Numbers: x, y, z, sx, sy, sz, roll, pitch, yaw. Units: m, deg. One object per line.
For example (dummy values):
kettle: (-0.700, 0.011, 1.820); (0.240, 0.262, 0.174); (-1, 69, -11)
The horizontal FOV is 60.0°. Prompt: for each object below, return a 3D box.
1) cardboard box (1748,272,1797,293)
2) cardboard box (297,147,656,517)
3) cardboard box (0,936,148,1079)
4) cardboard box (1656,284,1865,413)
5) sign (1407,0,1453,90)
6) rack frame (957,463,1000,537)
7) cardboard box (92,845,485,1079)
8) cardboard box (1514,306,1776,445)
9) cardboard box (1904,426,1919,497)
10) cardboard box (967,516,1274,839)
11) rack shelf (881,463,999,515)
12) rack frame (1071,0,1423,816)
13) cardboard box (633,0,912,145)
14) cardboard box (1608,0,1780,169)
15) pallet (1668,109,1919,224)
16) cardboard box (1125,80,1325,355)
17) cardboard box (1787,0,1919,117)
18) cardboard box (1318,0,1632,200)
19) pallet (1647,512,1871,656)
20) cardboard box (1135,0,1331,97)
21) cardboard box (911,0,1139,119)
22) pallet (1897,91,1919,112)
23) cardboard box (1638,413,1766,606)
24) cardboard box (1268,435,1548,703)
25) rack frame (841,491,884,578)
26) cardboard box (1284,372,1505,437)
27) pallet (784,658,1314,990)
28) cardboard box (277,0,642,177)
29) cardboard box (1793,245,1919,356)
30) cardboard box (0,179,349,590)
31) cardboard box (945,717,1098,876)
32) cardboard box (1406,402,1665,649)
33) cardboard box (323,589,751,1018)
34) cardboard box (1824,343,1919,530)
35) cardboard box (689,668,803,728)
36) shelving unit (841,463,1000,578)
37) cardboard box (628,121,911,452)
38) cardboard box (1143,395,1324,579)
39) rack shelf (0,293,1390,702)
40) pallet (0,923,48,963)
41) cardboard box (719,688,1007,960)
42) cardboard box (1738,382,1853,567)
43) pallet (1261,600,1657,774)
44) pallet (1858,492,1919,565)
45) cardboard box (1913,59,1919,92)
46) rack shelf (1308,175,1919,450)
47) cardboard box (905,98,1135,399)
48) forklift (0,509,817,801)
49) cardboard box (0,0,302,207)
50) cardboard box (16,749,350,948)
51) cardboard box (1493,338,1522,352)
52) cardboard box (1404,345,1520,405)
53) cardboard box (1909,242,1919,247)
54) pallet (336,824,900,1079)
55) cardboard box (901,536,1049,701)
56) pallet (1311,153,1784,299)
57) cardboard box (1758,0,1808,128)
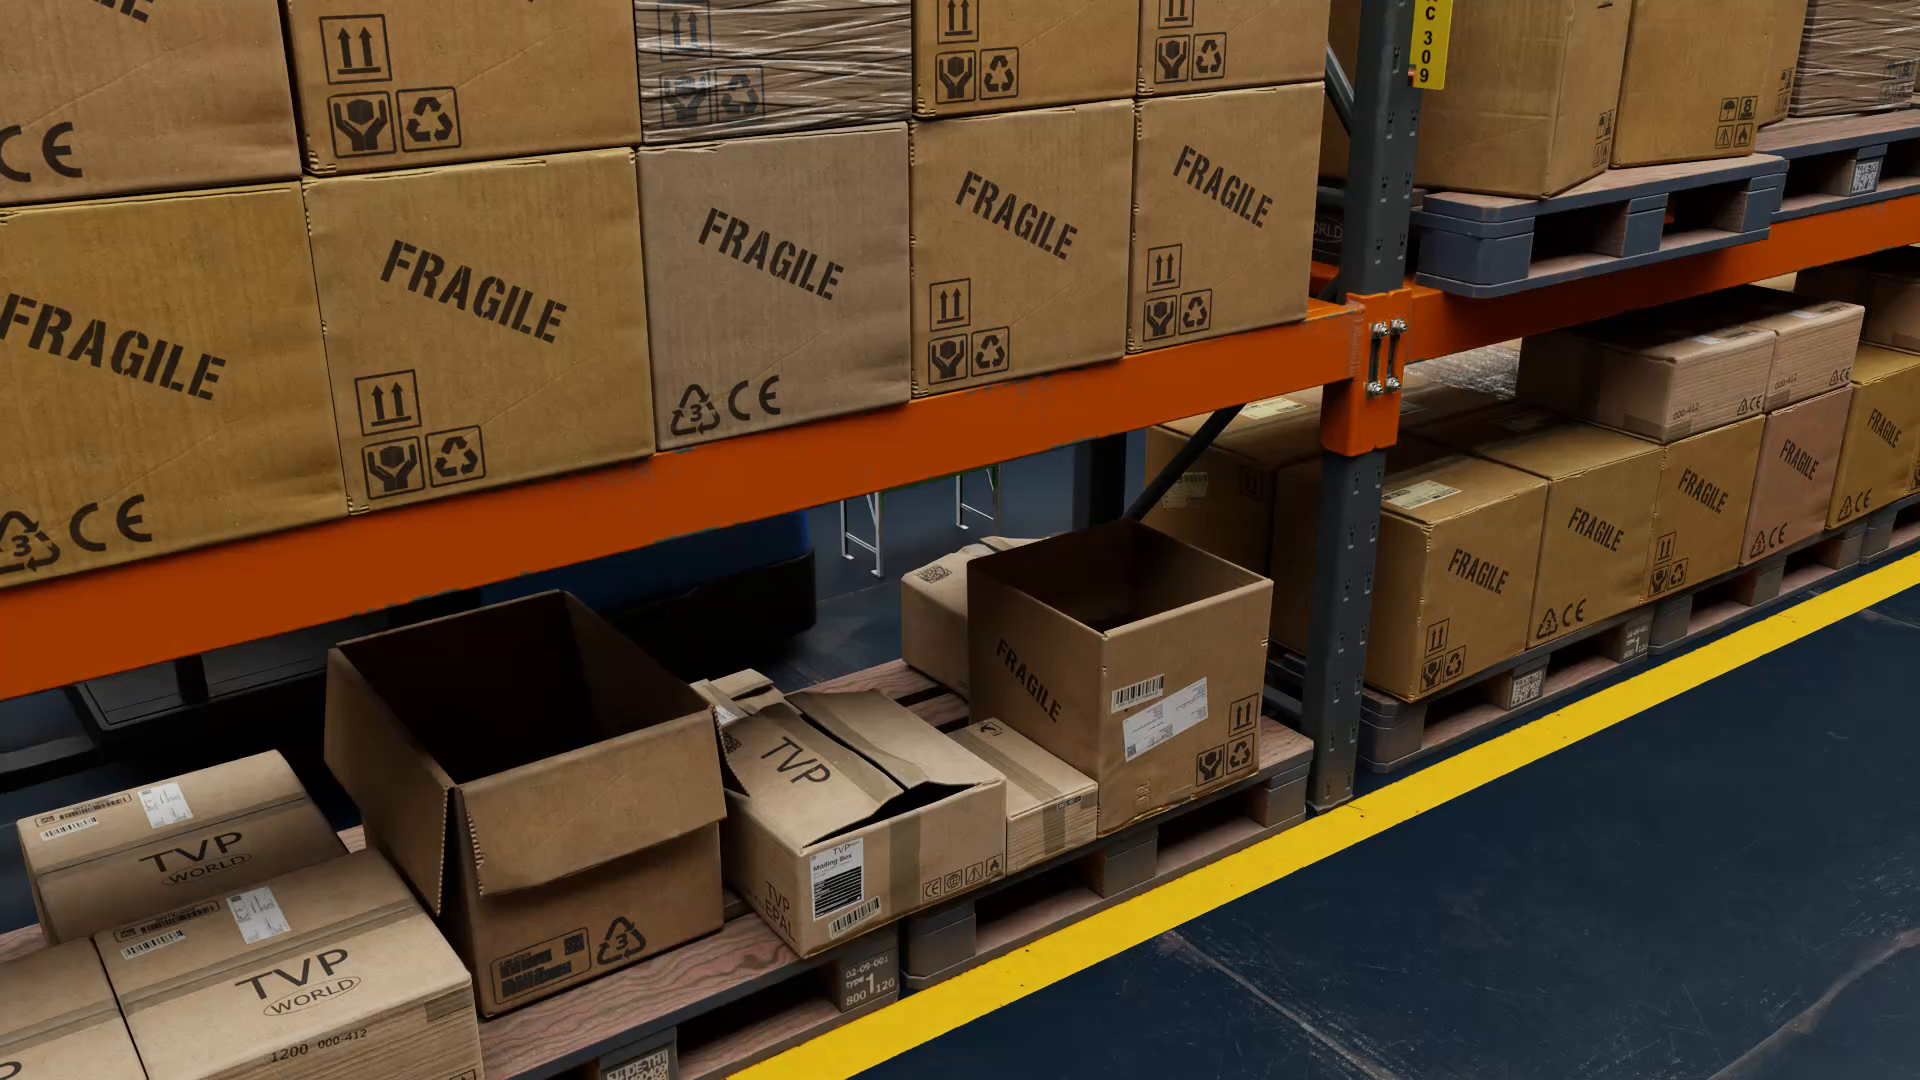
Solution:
cardboard box: (3.368, -0.762, 6.539); (0.500, 0.500, 0.500); (-14, 26, -31)
cardboard box: (-0.844, -0.392, 2.696); (0.500, 0.500, 0.500); (-15, 26, -32)
cardboard box: (-1.577, 0.932, 2.630); (0.500, 0.250, 0.500); (-15, 26, -33)
cardboard box: (2.411, -0.614, 5.155); (0.500, 0.250, 0.500); (-16, 26, -34)
sign: (0.980, -1.106, 3.454); (0.005, 0.325, 0.100); (-15, 26, -33)
rack frame: (0.064, -0.574, 5.717); (0.015, 1.200, 0.240); (-15, 26, -33)
cardboard box: (-1.171, 0.824, 2.901); (0.500, 0.250, 0.500); (-15, 26, -33)
cardboard box: (2.004, -0.505, 4.883); (0.500, 0.250, 0.500); (-15, 26, -33)
cardboard box: (3.282, -0.502, 5.886); (0.500, 0.500, 0.500); (-14, 26, -31)
cardboard box: (0.360, 0.299, 3.878); (0.500, 0.500, 0.500); (-15, 26, -33)
rack shelf: (-0.134, -0.239, 5.697); (0.480, 0.148, 0.258); (-15, 26, -33)
rack frame: (0.657, -0.866, 4.019); (0.127, 3.000, 1.000); (-15, 26, -33)
cardboard box: (-0.426, -0.969, 2.793); (0.500, 0.500, 0.500); (-15, 26, -32)
cardboard box: (1.693, -1.311, 4.432); (0.500, 0.500, 0.700); (-10, 24, -25)
pallet: (2.328, -1.220, 5.166); (1.213, 0.211, 1.003); (-15, 26, -33)
cardboard box: (0.401, -0.727, 3.536); (0.500, 0.500, 0.500); (-14, 26, -32)
cardboard box: (2.605, -1.662, 5.314); (0.500, 0.500, 0.700); (-10, 24, -23)
cardboard box: (1.172, -1.143, 4.011); (0.700, 0.500, 0.500); (14, 26, 32)
pallet: (2.286, -0.024, 5.671); (1.213, 0.211, 1.003); (-15, 26, -33)
cardboard box: (0.398, -1.189, 3.346); (0.500, 0.500, 0.500); (-15, 26, -33)
cardboard box: (-0.017, -1.078, 3.066); (0.500, 0.500, 0.500); (-16, 27, -34)
pallet: (3.395, -1.475, 5.804); (1.003, 0.211, 1.213); (-15, 26, -33)
cardboard box: (2.028, -0.165, 5.043); (0.500, 0.500, 0.500); (-15, 26, -32)
cardboard box: (1.192, 0.059, 4.479); (0.500, 0.500, 0.500); (-16, 27, -35)
rack frame: (-0.332, -0.469, 5.452); (0.015, 1.200, 0.240); (-15, 26, -33)
cardboard box: (1.296, -0.207, 5.146); (0.500, 0.500, 0.500); (-15, 26, -33)
pallet: (0.099, 0.578, 4.164); (1.213, 0.211, 1.003); (-15, 26, -33)
cardboard box: (-0.835, -0.860, 2.520); (0.500, 0.500, 0.500); (-15, 26, -33)
cardboard box: (3.239, -0.837, 5.713); (0.500, 0.250, 0.500); (-14, 26, -31)
cardboard box: (-1.251, -0.284, 2.427); (0.500, 0.500, 0.500); (-15, 26, -33)
cardboard box: (0.091, 0.562, 3.694); (0.250, 0.149, 0.380); (-15, 26, -33)
cardboard box: (1.618, -0.059, 4.777); (0.500, 0.500, 0.500); (-14, 26, -32)
cardboard box: (-0.865, 0.497, 3.377); (0.637, 0.503, 0.797); (-15, 26, -33)
cardboard box: (2.862, -0.390, 5.606); (0.500, 0.500, 0.500); (-16, 27, -35)
cardboard box: (-0.506, 0.462, 3.921); (0.250, 0.166, 0.380); (-15, 26, -33)
shelving unit: (-0.134, -0.521, 5.584); (0.503, 1.200, 0.258); (-15, 26, -33)
cardboard box: (-0.432, -0.503, 2.975); (0.500, 0.500, 0.500); (-14, 26, -32)
cardboard box: (0.890, -0.102, 4.884); (0.500, 0.500, 0.500); (-15, 26, -33)
rack shelf: (-0.966, -0.099, 3.067); (4.000, 0.370, 1.077); (-15, 26, -33)
pallet: (-1.882, 1.106, 2.841); (1.213, 0.211, 1.003); (-15, 26, -33)
cardboard box: (-0.249, 0.550, 3.506); (0.500, 0.311, 0.500); (-15, 26, -33)
cardboard box: (2.439, -0.275, 5.316); (0.500, 0.500, 0.500); (-16, 27, -35)
pallet: (1.295, 0.242, 5.006); (1.213, 0.211, 1.003); (-15, 26, -33)
pallet: (3.276, -0.286, 6.329); (1.213, 0.211, 1.003); (-15, 26, -33)
cardboard box: (3.459, -1.803, 5.666); (0.700, 0.500, 0.500); (14, 26, 32)
rack shelf: (2.280, -0.965, 5.237); (4.000, 0.370, 1.077); (-15, 26, -33)
cardboard box: (-0.017, -0.615, 3.255); (0.500, 0.500, 0.500); (-14, 26, -31)
forklift: (-1.920, -0.855, 4.085); (3.031, 2.935, 1.130); (-16, 27, -34)
cardboard box: (-1.247, -0.750, 2.244); (0.500, 0.500, 0.500); (-15, 26, -32)
cardboard box: (-1.504, 0.684, 3.251); (0.500, 0.250, 0.500); (-15, 26, -33)
cardboard box: (2.115, -0.426, 5.696); (0.500, 0.500, 0.500); (-16, 27, -35)
cardboard box: (1.704, -0.315, 5.418); (0.500, 0.500, 0.500); (-15, 26, -32)
cardboard box: (4.185, -1.098, 6.986); (0.500, 0.311, 0.500); (-14, 26, -31)
pallet: (-0.892, 0.843, 3.498); (1.213, 0.211, 1.003); (-15, 26, -33)
cardboard box: (0.190, 0.204, 4.371); (0.500, 0.311, 0.500); (-15, 26, -33)
pallet: (1.369, -0.917, 4.406); (1.213, 0.211, 1.003); (-15, 26, -33)
cardboard box: (2.055, -1.508, 4.927); (0.700, 0.500, 0.500); (17, 27, 36)
